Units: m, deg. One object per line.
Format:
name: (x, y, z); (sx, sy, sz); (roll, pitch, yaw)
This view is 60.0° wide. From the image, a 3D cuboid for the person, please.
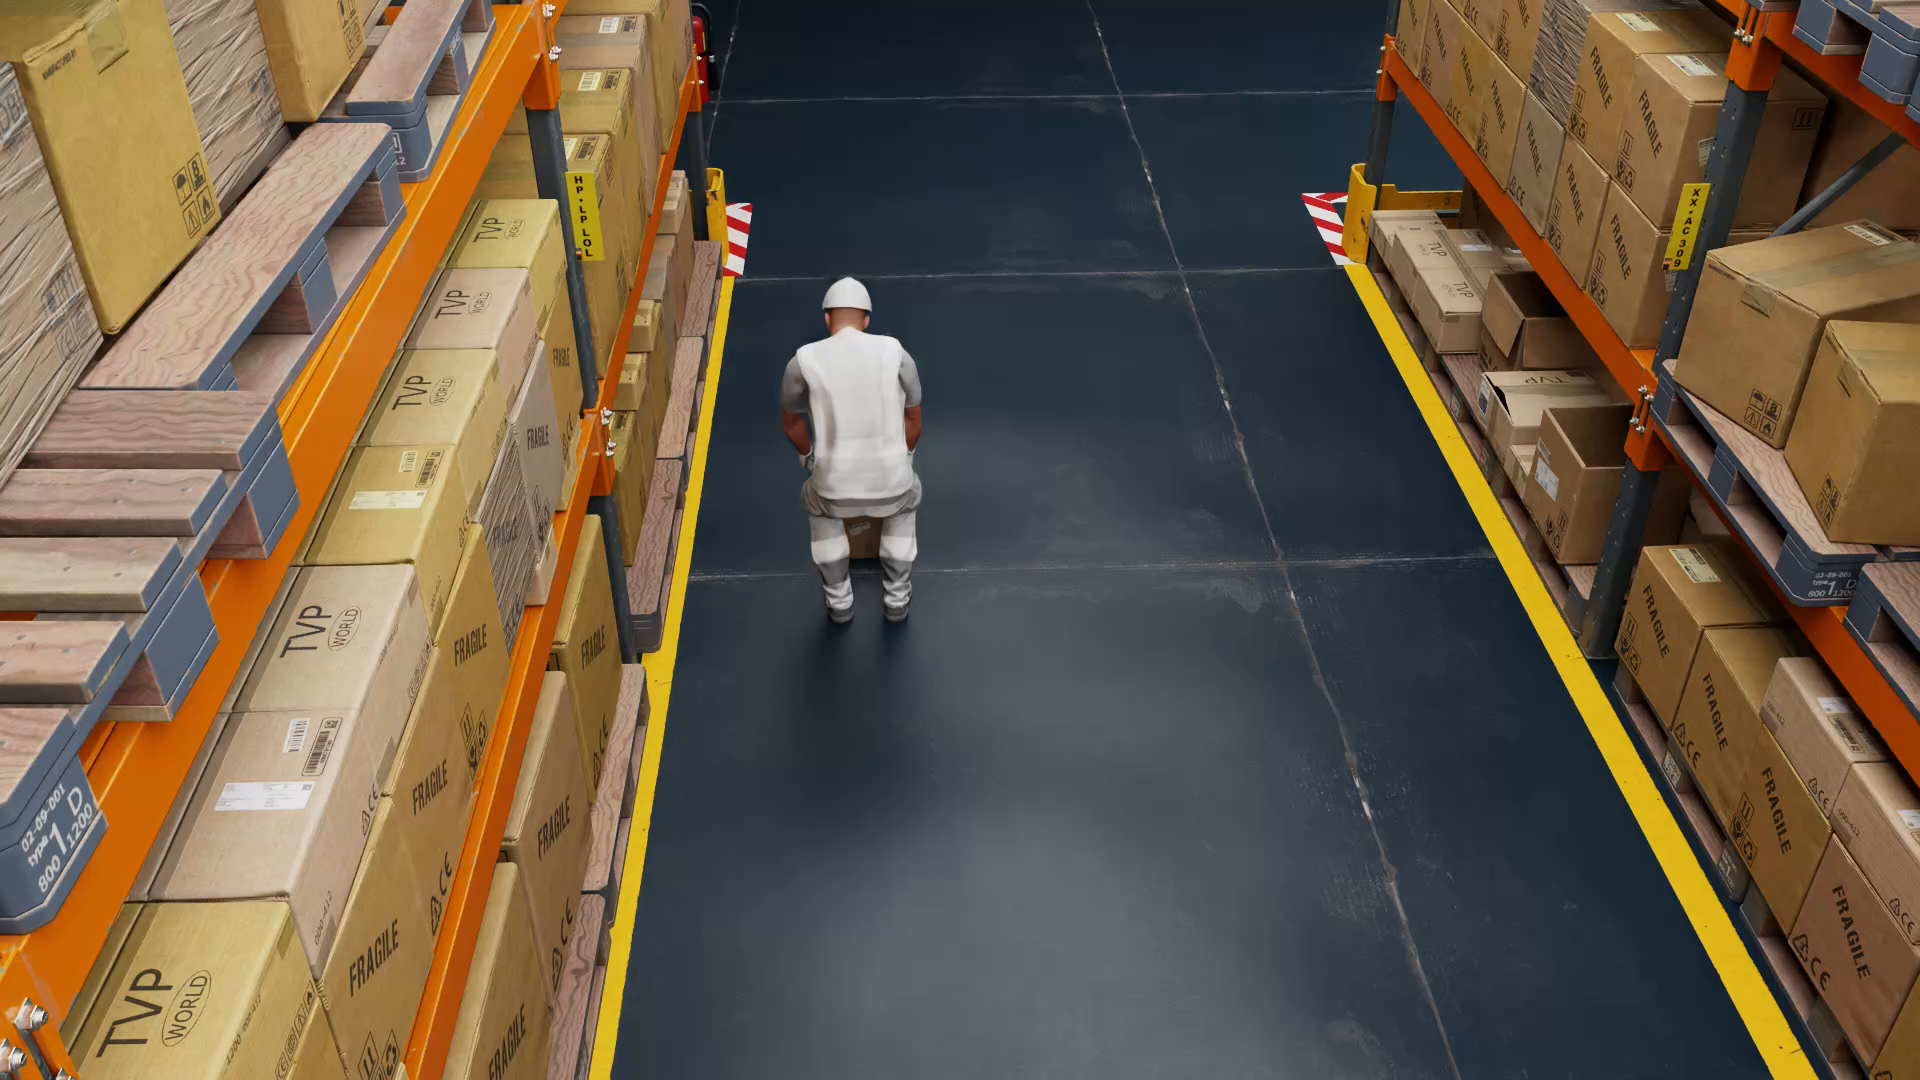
person: (-0.446, -0.332, 6.929); (0.584, 1.412, 0.766); (-1, 35, -2)
